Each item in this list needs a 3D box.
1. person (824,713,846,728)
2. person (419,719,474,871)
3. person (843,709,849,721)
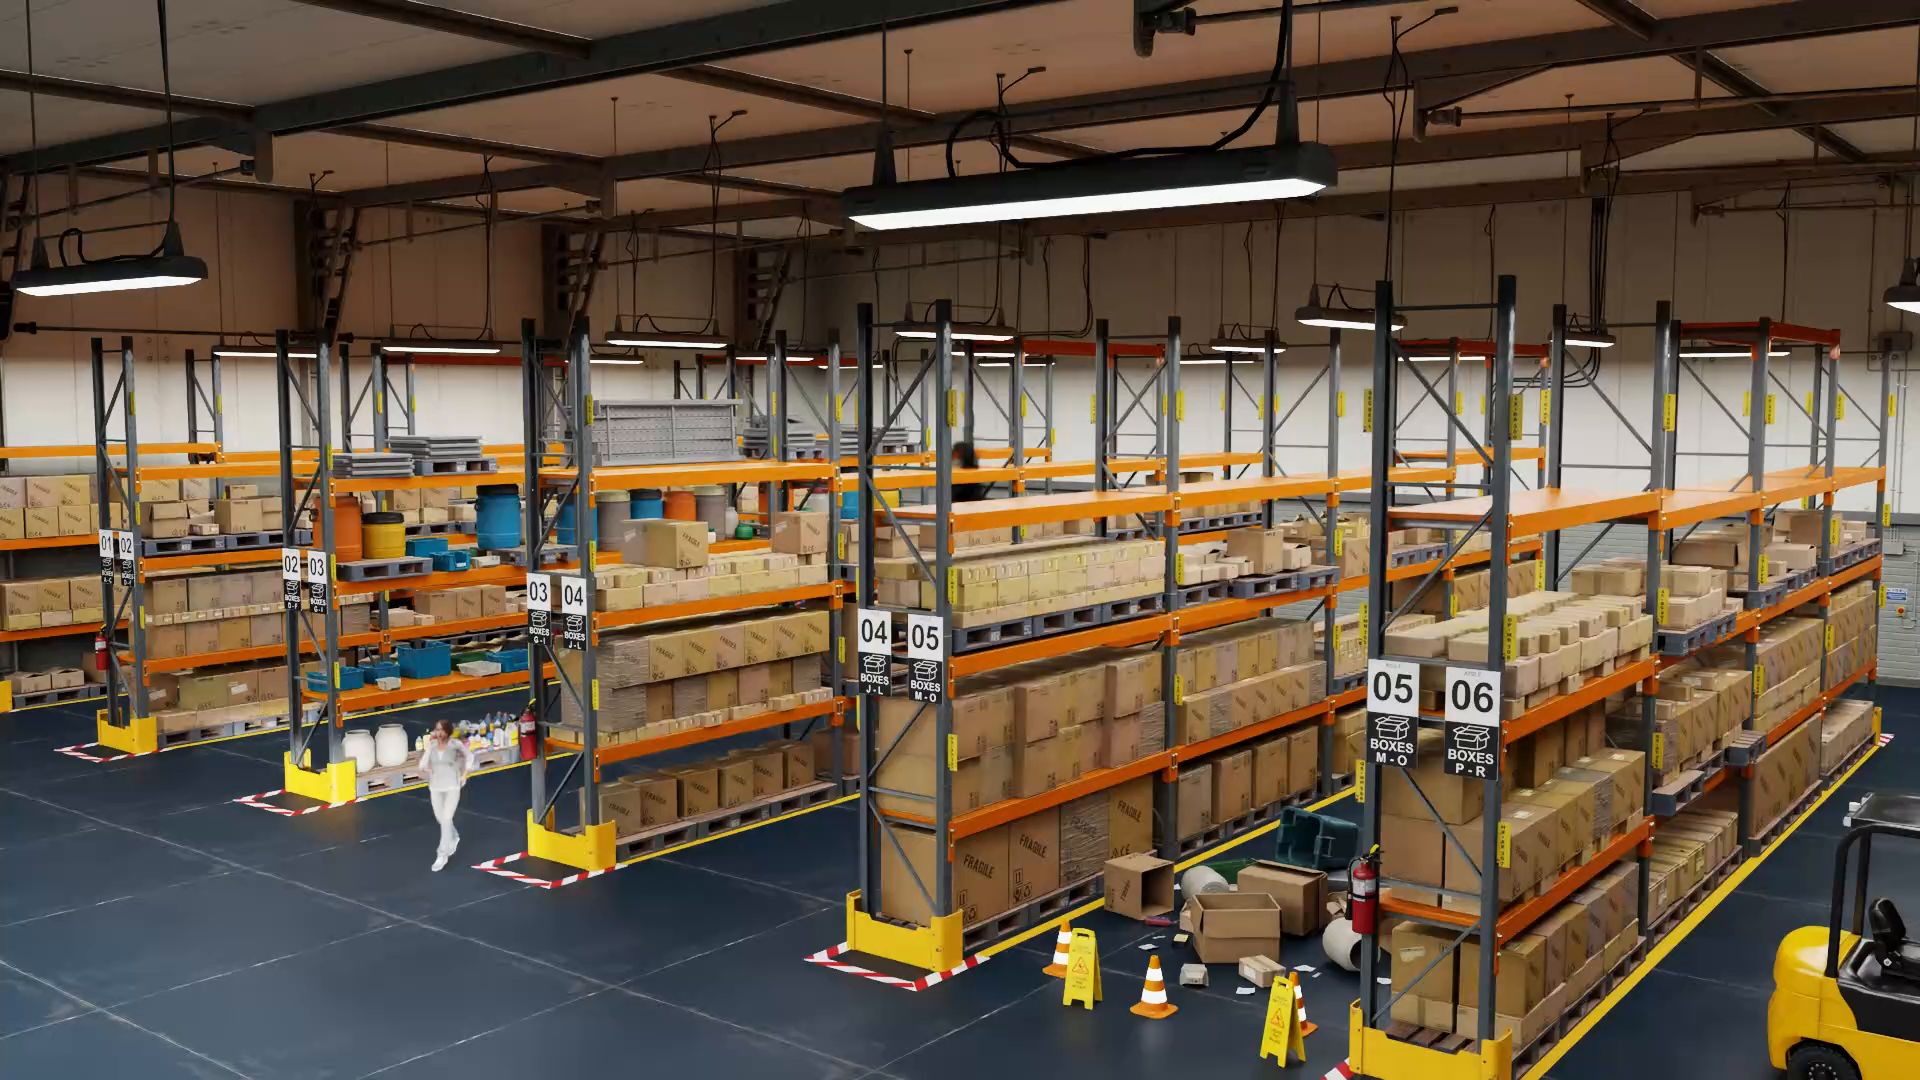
[{"bbox_3d":[-1.816,2.227,24.262,0.620,1.728,0.819,4,6,40],"label":"person"},{"bbox_3d":[-5.664,2.761,18.292,0.546,1.586,0.797,1,5,6],"label":"person"},{"bbox_3d":[-1.919,2.066,25.505,0.659,1.737,0.967,2,5,25],"label":"person"}]
